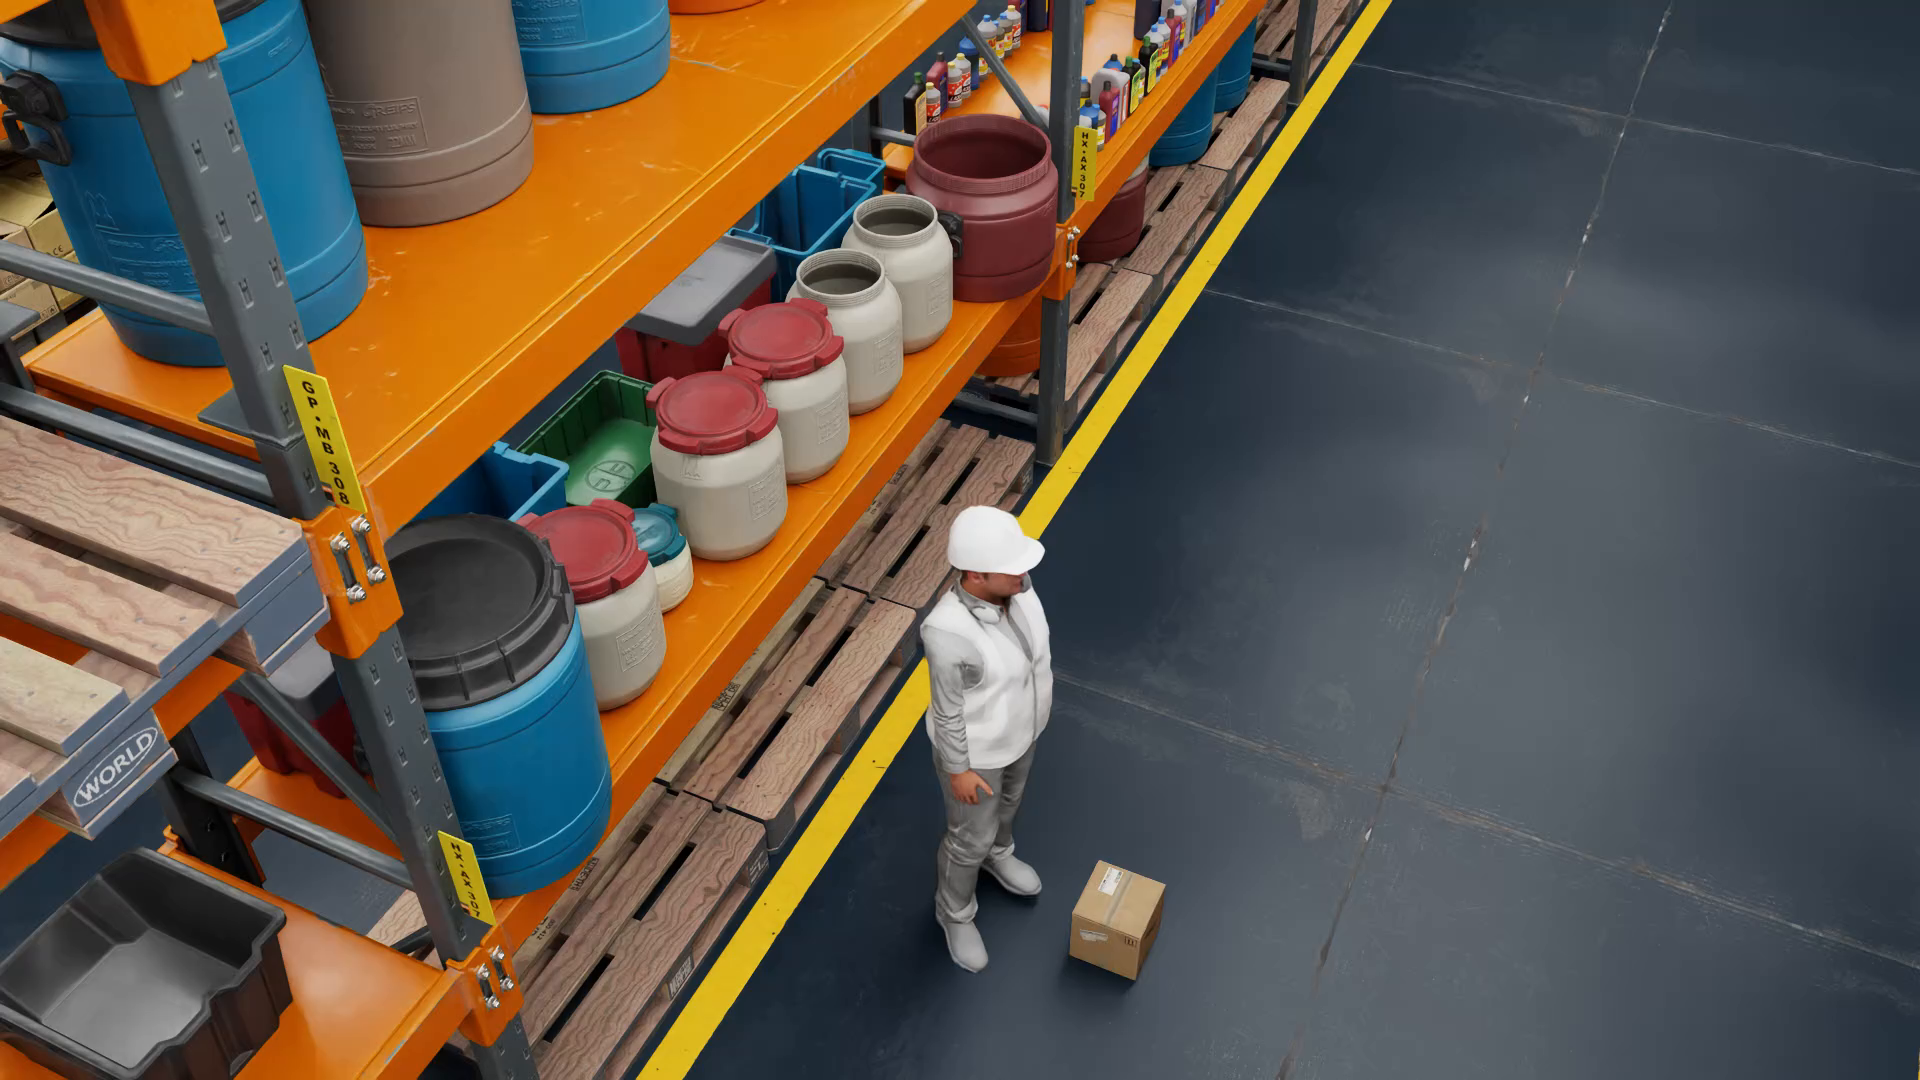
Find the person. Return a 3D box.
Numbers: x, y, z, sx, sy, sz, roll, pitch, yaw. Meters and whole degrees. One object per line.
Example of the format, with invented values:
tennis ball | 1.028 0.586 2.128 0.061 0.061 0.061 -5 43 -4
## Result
person | 0.085 0.629 5.436 0.354 1.805 0.587 24 47 25
